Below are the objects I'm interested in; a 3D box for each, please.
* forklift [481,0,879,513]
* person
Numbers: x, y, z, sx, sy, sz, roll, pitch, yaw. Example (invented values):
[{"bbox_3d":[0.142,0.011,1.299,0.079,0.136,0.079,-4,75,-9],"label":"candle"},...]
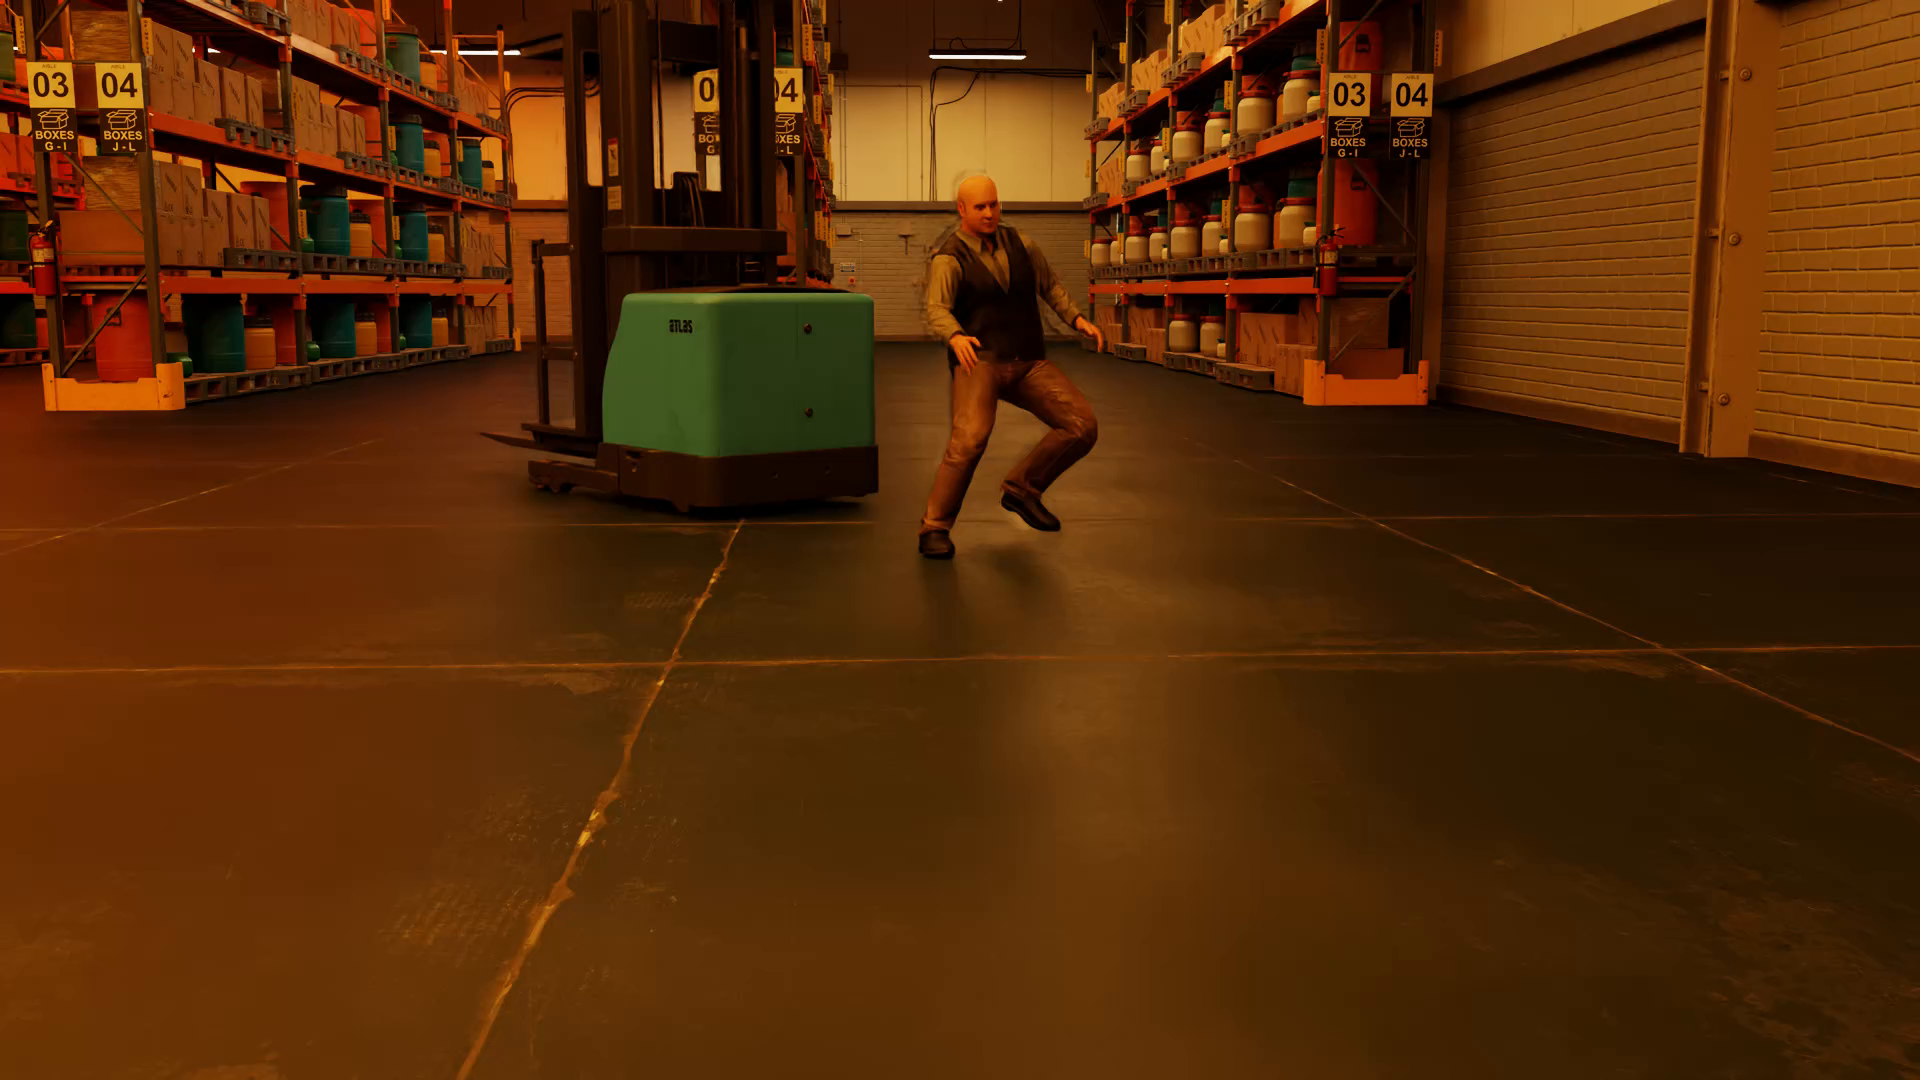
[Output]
[{"bbox_3d":[-1.735,-1.747,9.094,1.130,2.935,3.031,-7,11,-39],"label":"forklift"},{"bbox_3d":[0.174,-0.741,6.991,0.847,1.564,0.714,-4,10,-27],"label":"person"}]
